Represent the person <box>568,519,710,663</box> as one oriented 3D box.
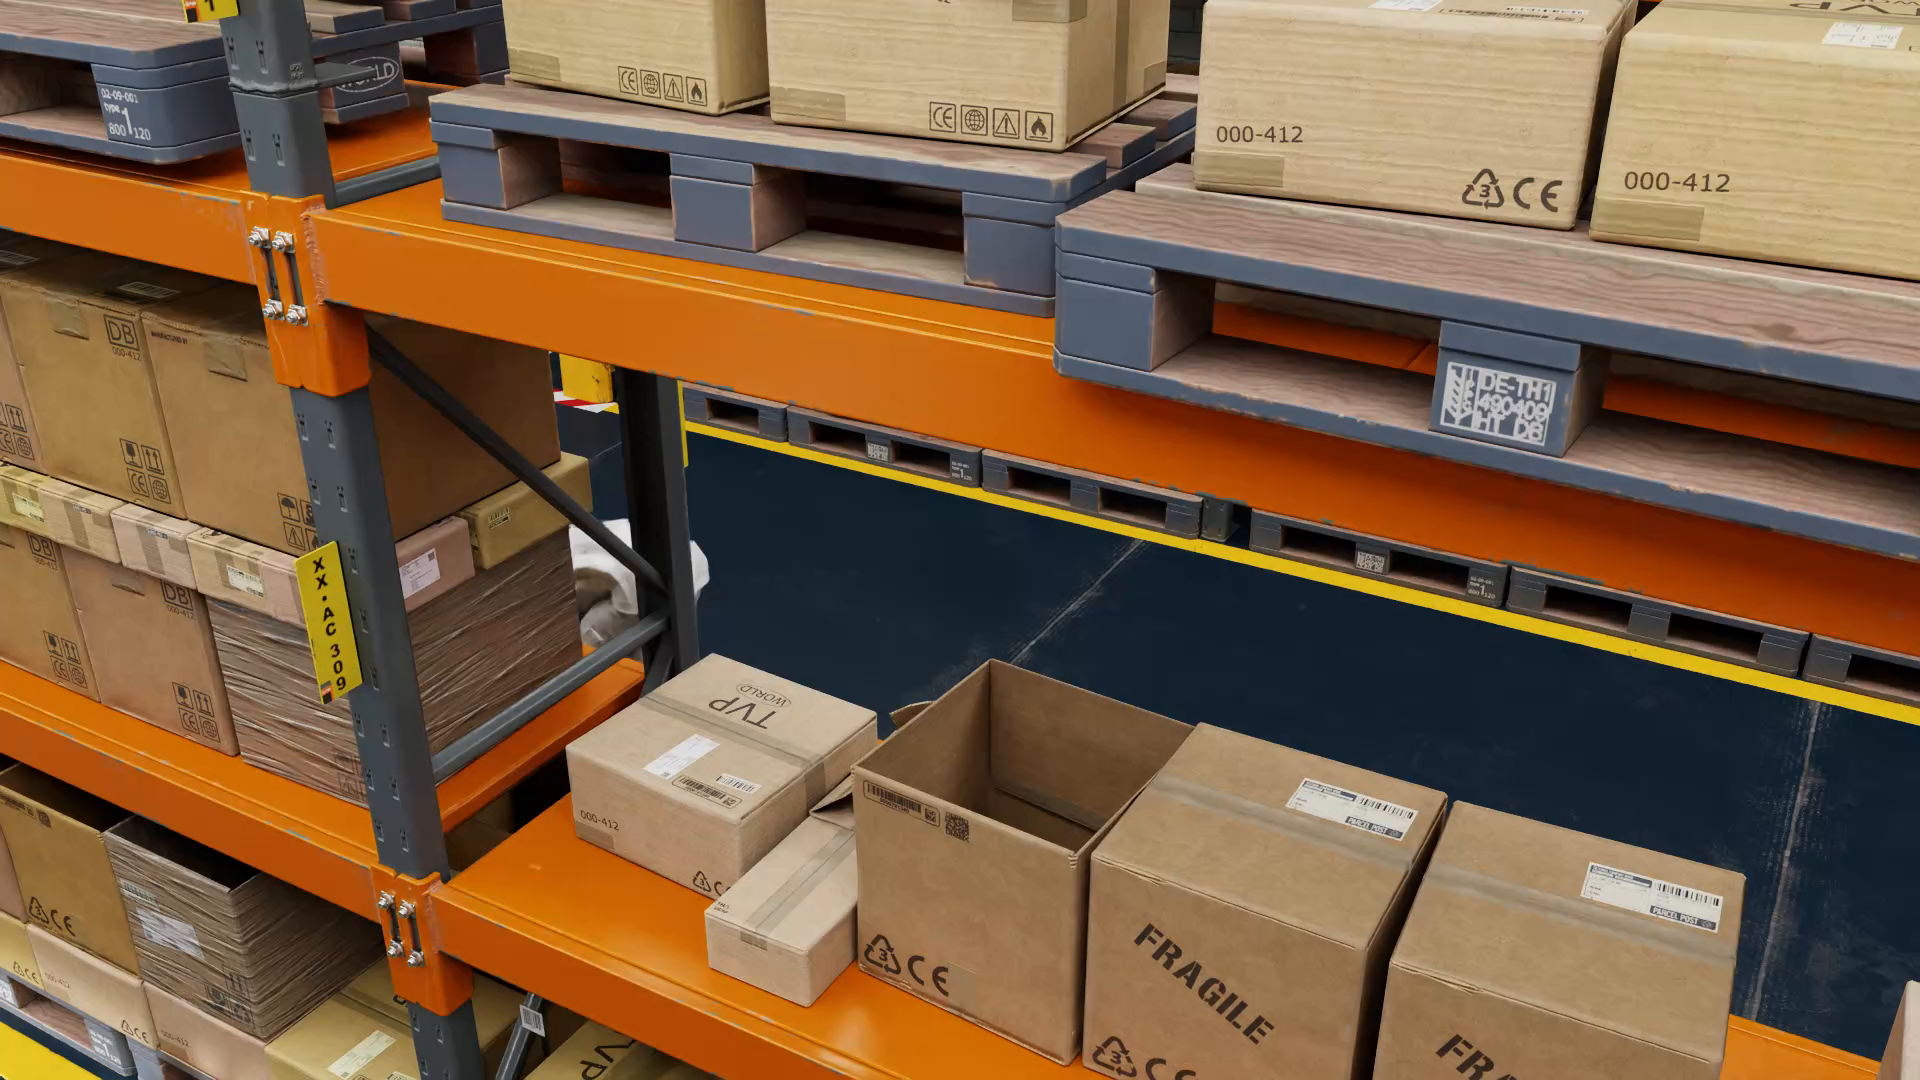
[{"bbox_3d":[-1.374,0.371,6.209,0.953,1.010,0.523,13,29,24],"label":"person"}]
